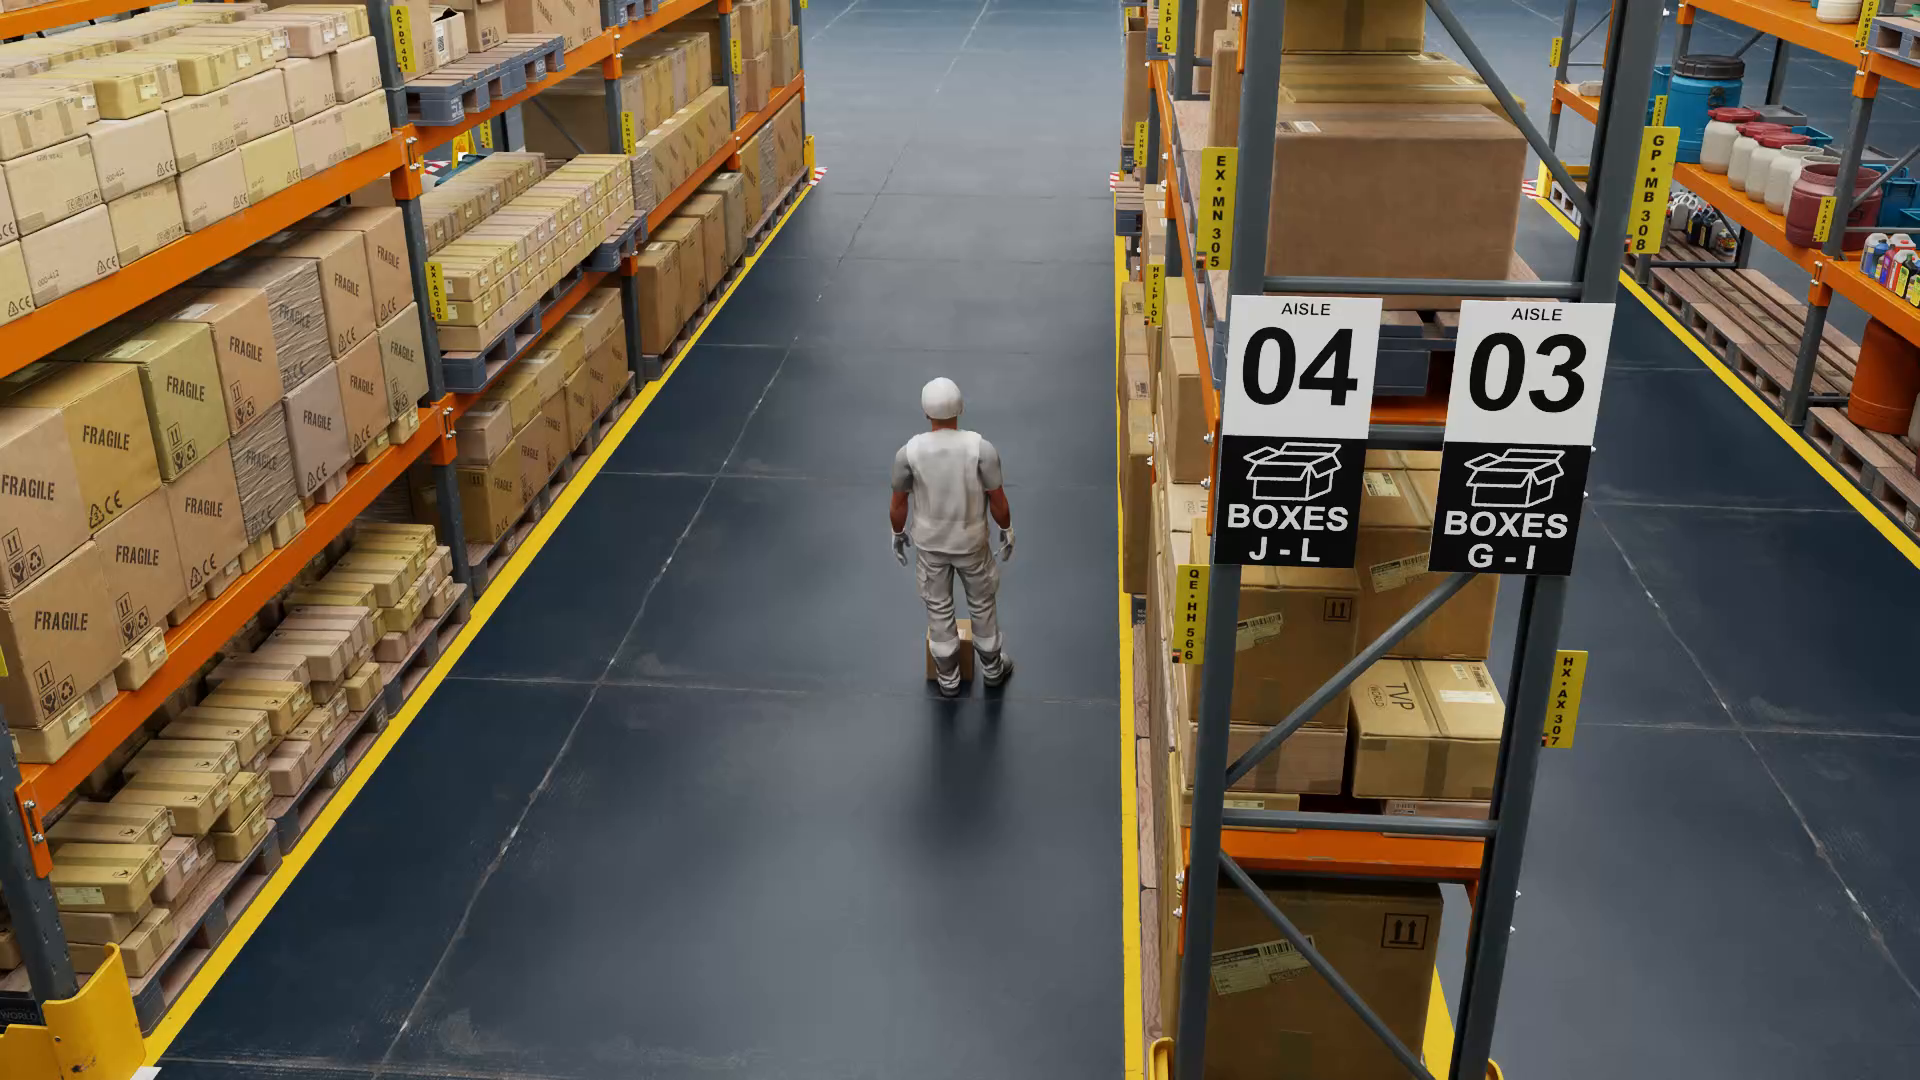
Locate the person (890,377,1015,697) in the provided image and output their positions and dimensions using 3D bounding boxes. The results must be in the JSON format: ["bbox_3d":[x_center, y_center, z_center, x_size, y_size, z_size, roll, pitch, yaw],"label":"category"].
[{"bbox_3d":[-0.031,-0.030,8.617,0.637,1.790,0.562,2,24,4],"label":"person"}]
